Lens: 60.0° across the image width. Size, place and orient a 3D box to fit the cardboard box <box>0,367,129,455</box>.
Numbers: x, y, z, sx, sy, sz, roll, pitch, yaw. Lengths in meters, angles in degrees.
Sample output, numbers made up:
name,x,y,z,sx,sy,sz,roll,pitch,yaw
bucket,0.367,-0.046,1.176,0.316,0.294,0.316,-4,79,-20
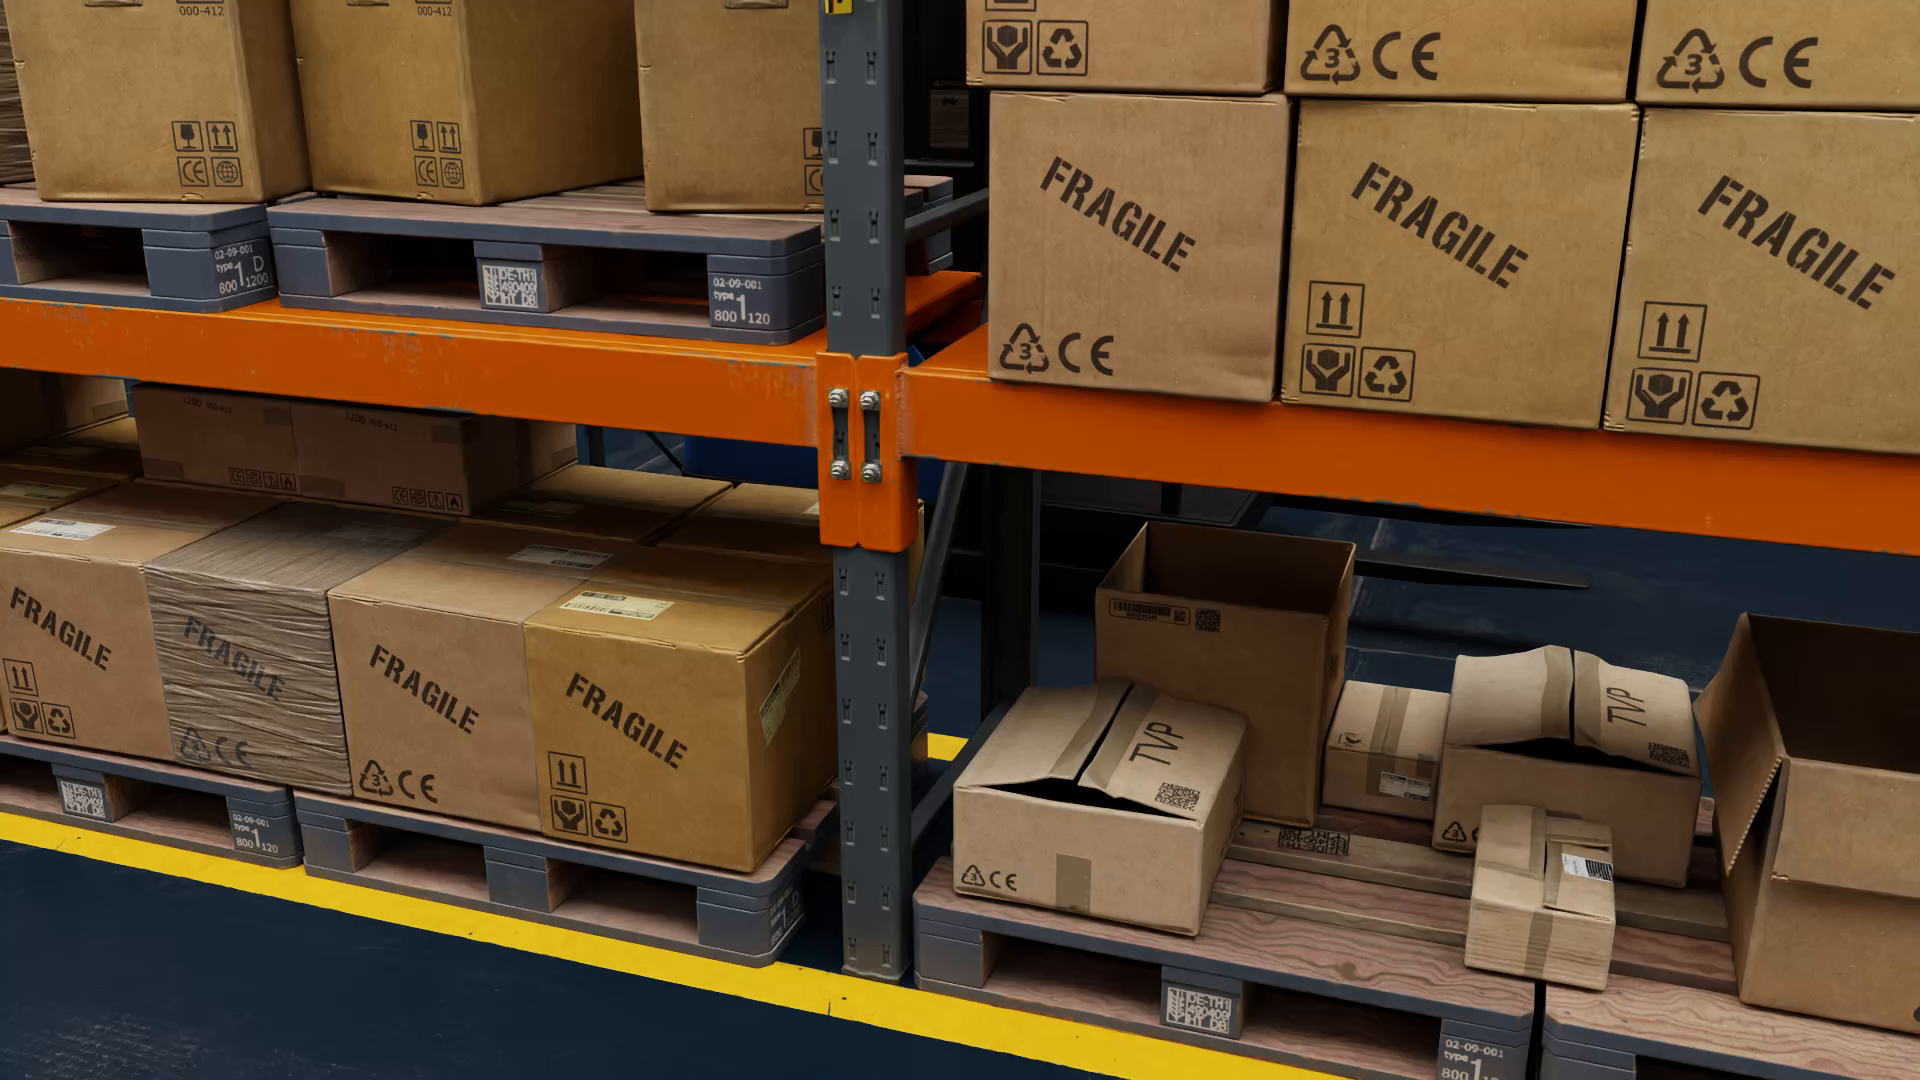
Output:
name,x,y,z,sx,sy,sz,roll,pitch,yaw
cardboard box,-2.786,-0.438,4.766,0.500,0.250,0.500,7,21,20

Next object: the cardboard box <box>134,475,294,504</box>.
name,x,y,z,sx,sy,sz,roll,pitch,yaw
cardboard box,-1.854,0.022,4.585,0.500,0.500,0.500,6,20,16

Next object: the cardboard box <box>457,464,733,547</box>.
name,x,y,z,sx,sy,sz,roll,pitch,yaw
cardboard box,-0.907,0.133,4.267,0.500,0.500,0.500,7,20,19

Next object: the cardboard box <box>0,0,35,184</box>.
name,x,y,z,sx,sy,sz,roll,pitch,yaw
cardboard box,-2.368,-1.144,4.011,0.500,0.500,0.700,11,22,28

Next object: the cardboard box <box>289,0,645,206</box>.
name,x,y,z,sx,sy,sz,roll,pitch,yaw
cardboard box,-1.067,-1.078,3.822,0.500,0.500,0.700,10,22,27

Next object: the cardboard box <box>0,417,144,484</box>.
name,x,y,z,sx,sy,sz,roll,pitch,yaw
cardboard box,-2.352,-0.033,4.742,0.500,0.500,0.500,6,20,16

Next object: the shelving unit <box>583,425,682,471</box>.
name,x,y,z,sx,sy,sz,roll,pitch,yaw
shelving unit,-1.505,-0.776,6.025,1.048,1.500,0.538,14,24,35

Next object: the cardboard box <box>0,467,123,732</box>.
name,x,y,z,sx,sy,sz,roll,pitch,yaw
cardboard box,-2.497,0.132,4.270,0.500,0.500,0.500,6,20,17

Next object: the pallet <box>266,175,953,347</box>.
name,x,y,z,sx,sy,sz,roll,pitch,yaw
pallet,-0.742,-0.687,3.782,1.213,0.211,1.003,7,20,18

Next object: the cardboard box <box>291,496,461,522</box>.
name,x,y,z,sx,sy,sz,roll,pitch,yaw
cardboard box,-1.377,0.077,4.428,0.500,0.500,0.500,7,20,19

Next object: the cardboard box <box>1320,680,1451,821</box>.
name,x,y,z,sx,sy,sz,roll,pitch,yaw
cardboard box,0.982,0.476,3.816,0.250,0.149,0.380,7,20,18

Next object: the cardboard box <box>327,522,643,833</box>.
name,x,y,z,sx,sy,sz,roll,pitch,yaw
cardboard box,-1.047,0.295,3.802,0.500,0.500,0.500,7,20,18

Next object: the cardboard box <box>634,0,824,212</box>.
name,x,y,z,sx,sy,sz,roll,pitch,yaw
cardboard box,-0.397,-1.024,3.666,0.500,0.500,0.700,0,19,0

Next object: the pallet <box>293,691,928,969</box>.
name,x,y,z,sx,sy,sz,roll,pitch,yaw
pallet,-0.804,0.583,4.082,1.213,0.211,1.003,7,20,18

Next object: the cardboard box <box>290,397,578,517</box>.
name,x,y,z,sx,sy,sz,roll,pitch,yaw
cardboard box,-1.345,-0.275,4.298,0.500,0.250,0.500,7,20,18

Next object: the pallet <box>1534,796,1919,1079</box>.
name,x,y,z,sx,sy,sz,roll,pitch,yaw
pallet,1.782,0.865,3.274,1.213,0.211,1.003,7,20,18

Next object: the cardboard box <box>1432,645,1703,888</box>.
name,x,y,z,sx,sy,sz,roll,pitch,yaw
cardboard box,1.317,0.459,3.619,0.500,0.311,0.500,7,20,18

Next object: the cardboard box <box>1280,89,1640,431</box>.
name,x,y,z,sx,sy,sz,roll,pitch,yaw
cardboard box,0.854,-0.511,2.832,0.500,0.500,0.500,7,20,19

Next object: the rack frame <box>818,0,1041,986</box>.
name,x,y,z,sx,sy,sz,roll,pitch,yaw
rack frame,-0.023,-0.657,3.405,0.127,3.000,1.000,7,20,18

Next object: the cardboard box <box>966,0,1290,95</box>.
name,x,y,z,sx,sy,sz,roll,pitch,yaw
cardboard box,0.330,-1.038,2.827,0.500,0.500,0.500,7,20,19

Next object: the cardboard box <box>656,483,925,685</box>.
name,x,y,z,sx,sy,sz,roll,pitch,yaw
cardboard box,-0.400,0.187,4.111,0.500,0.500,0.500,6,20,16

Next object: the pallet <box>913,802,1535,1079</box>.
name,x,y,z,sx,sy,sz,roll,pitch,yaw
pallet,0.626,0.734,3.650,1.213,0.211,1.003,7,20,18

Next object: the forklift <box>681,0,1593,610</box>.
name,x,y,z,sx,sy,sz,roll,pitch,yaw
forklift,0.589,-1.310,5.382,3.031,2.935,1.130,7,20,20

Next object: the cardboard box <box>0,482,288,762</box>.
name,x,y,z,sx,sy,sz,roll,pitch,yaw
cardboard box,-2.002,0.186,4.113,0.500,0.500,0.500,6,20,16

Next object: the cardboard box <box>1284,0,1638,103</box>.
name,x,y,z,sx,sy,sz,roll,pitch,yaw
cardboard box,0.817,-0.983,2.667,0.500,0.500,0.500,6,20,16

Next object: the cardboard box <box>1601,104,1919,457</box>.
name,x,y,z,sx,sy,sz,roll,pitch,yaw
cardboard box,1.326,-0.456,2.675,0.500,0.500,0.500,6,20,18

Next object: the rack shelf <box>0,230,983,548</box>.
name,x,y,z,sx,sy,sz,roll,pitch,yaw
rack shelf,-1.912,-0.534,4.143,4.000,0.370,1.077,7,20,18

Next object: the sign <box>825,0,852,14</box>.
name,x,y,z,sx,sy,sz,roll,pitch,yaw
sign,-0.202,-1.031,2.718,0.005,0.325,0.100,7,20,18

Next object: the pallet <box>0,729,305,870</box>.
name,x,y,z,sx,sy,sz,roll,pitch,yaw
pallet,-1.960,0.452,4.459,1.213,0.211,1.003,7,20,18

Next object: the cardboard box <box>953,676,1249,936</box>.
name,x,y,z,sx,sy,sz,roll,pitch,yaw
cardboard box,0.303,0.517,3.452,0.500,0.311,0.500,7,20,18

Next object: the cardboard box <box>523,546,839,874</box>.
name,x,y,z,sx,sy,sz,roll,pitch,yaw
cardboard box,-0.583,0.351,3.641,0.500,0.500,0.500,6,20,18

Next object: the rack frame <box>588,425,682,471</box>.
name,x,y,z,sx,sy,sz,roll,pitch,yaw
rack frame,-1.101,-0.675,5.734,0.032,1.500,0.500,14,24,35

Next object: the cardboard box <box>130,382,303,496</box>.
name,x,y,z,sx,sy,sz,roll,pitch,yaw
cardboard box,-1.819,-0.329,4.453,0.500,0.250,0.500,6,20,17

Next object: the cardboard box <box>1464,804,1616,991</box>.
name,x,y,z,sx,sy,sz,roll,pitch,yaw
cardboard box,1.123,0.676,3.217,0.250,0.166,0.380,7,20,18

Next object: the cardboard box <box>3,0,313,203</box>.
name,x,y,z,sx,sy,sz,roll,pitch,yaw
cardboard box,-1.712,-1.075,3.812,0.500,0.500,0.700,1,19,4

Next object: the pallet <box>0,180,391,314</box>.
name,x,y,z,sx,sy,sz,roll,pitch,yaw
pallet,-1.963,-0.790,4.078,1.213,0.211,1.003,7,20,18

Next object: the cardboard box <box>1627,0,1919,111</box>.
name,x,y,z,sx,sy,sz,roll,pitch,yaw
cardboard box,1.303,-0.927,2.508,0.500,0.500,0.500,6,20,16

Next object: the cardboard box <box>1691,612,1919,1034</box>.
name,x,y,z,sx,sy,sz,roll,pitch,yaw
cardboard box,1.753,0.515,3.166,0.637,0.503,0.797,7,20,18

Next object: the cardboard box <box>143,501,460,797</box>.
name,x,y,z,sx,sy,sz,roll,pitch,yaw
cardboard box,-1.521,0.241,3.958,0.500,0.500,0.500,7,20,19

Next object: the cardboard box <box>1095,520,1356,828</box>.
name,x,y,z,sx,sy,sz,roll,pitch,yaw
cardboard box,0.608,0.289,3.820,0.500,0.500,0.500,7,20,18

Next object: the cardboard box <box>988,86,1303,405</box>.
name,x,y,z,sx,sy,sz,roll,pitch,yaw
cardboard box,0.369,-0.565,2.988,0.500,0.500,0.500,7,20,19

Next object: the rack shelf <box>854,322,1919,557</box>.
name,x,y,z,sx,sy,sz,roll,pitch,yaw
rack shelf,1.866,-0.102,2.904,4.000,0.370,1.077,7,20,18

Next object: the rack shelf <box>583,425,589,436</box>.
name,x,y,z,sx,sy,sz,roll,pitch,yaw
rack shelf,-1.505,-0.607,6.084,1.000,0.185,0.538,14,24,35
